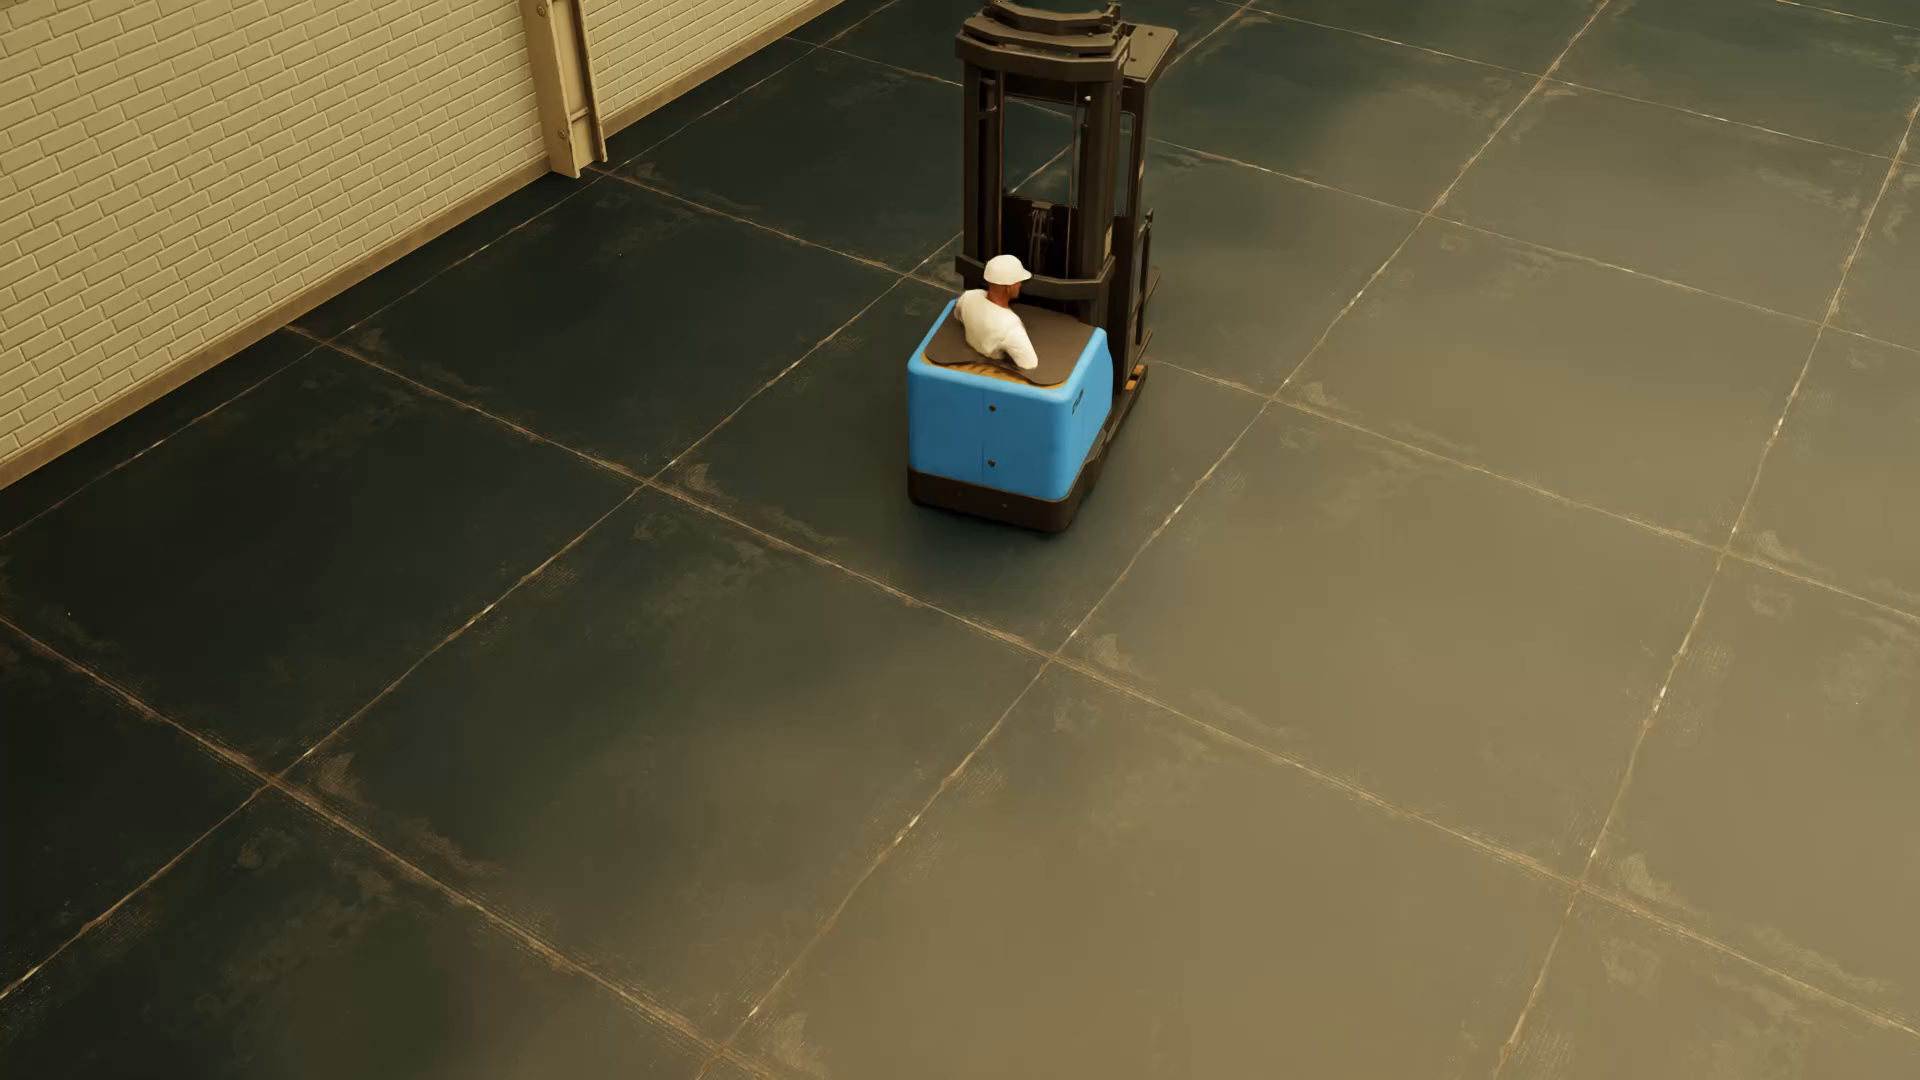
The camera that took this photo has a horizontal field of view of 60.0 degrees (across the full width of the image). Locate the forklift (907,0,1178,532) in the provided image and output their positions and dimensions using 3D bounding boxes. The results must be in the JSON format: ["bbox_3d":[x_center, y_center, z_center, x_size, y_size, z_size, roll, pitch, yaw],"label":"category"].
[{"bbox_3d":[0.655,-2.127,10.478,1.130,2.935,3.031,13,42,15],"label":"forklift"}]

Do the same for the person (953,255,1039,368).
[{"bbox_3d":[0.303,-1.024,10.208,0.583,1.735,0.826,-20,44,-22],"label":"person"}]
